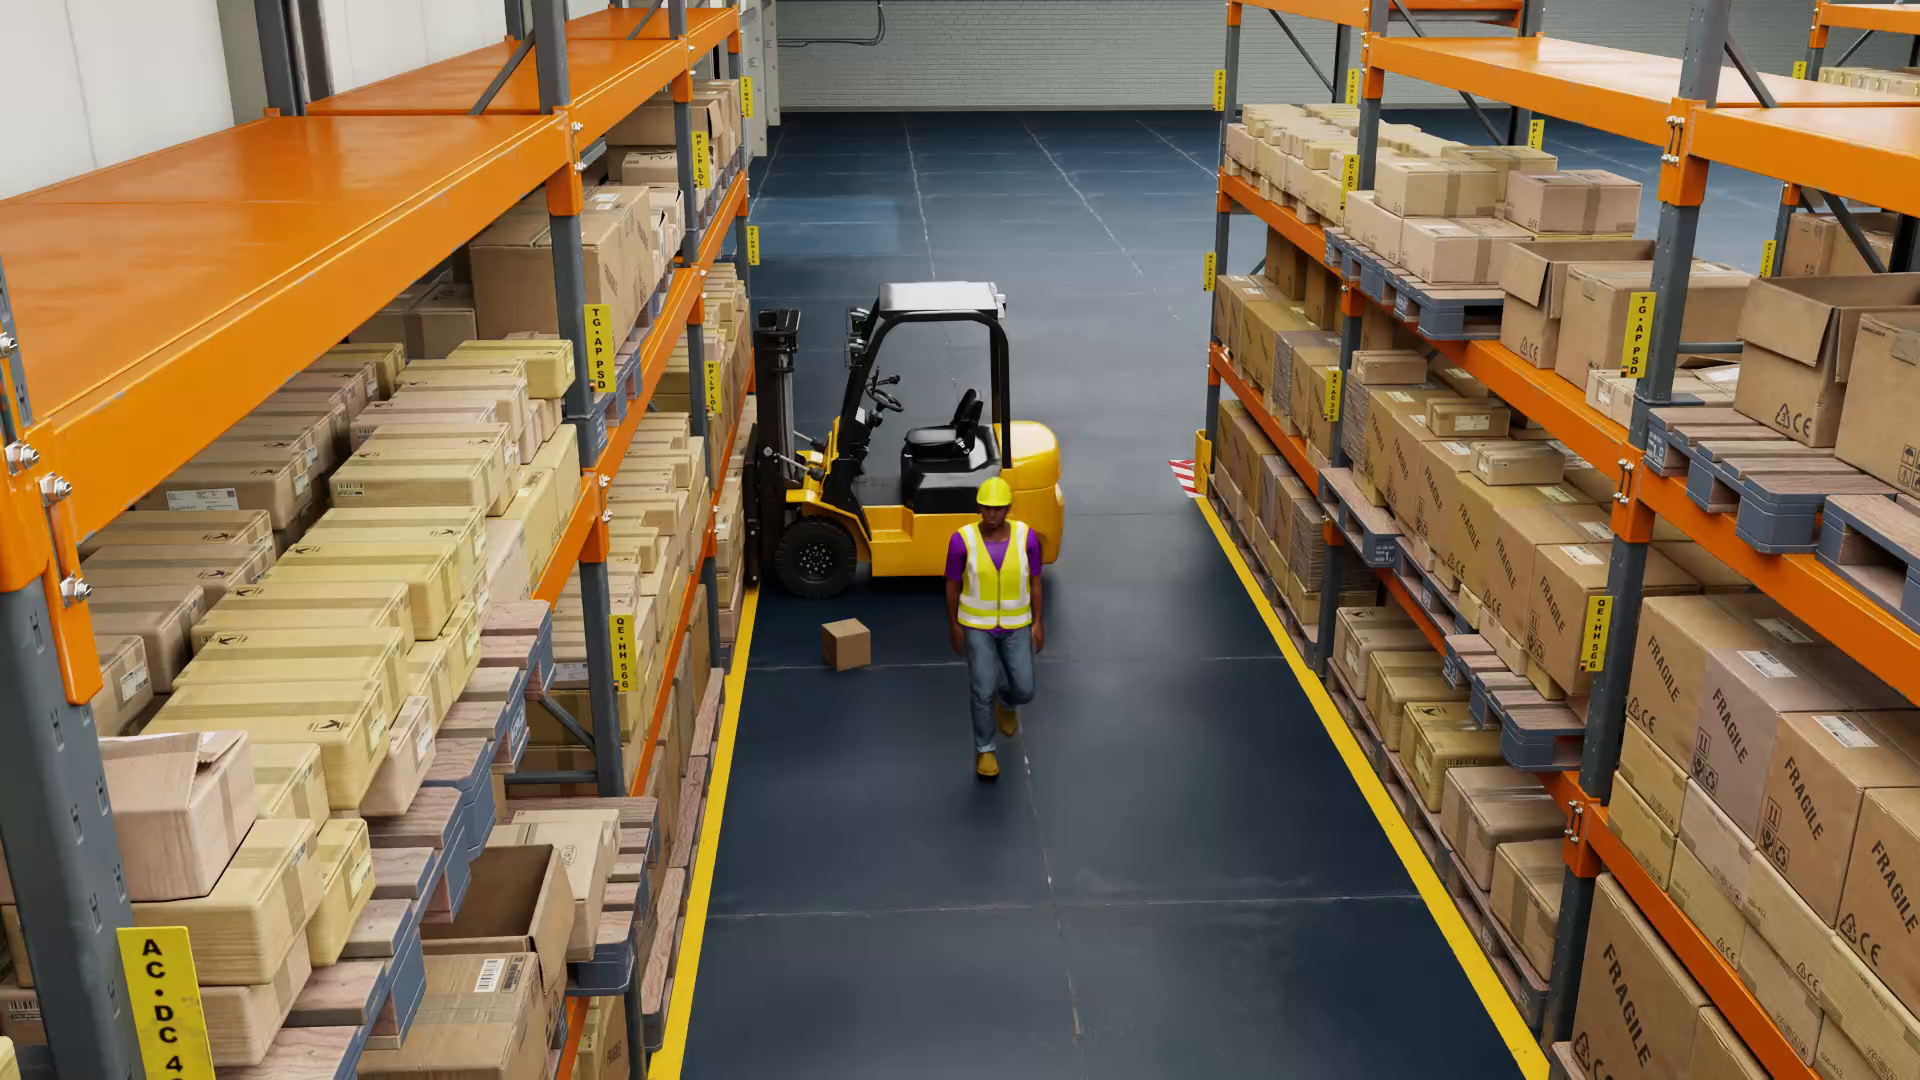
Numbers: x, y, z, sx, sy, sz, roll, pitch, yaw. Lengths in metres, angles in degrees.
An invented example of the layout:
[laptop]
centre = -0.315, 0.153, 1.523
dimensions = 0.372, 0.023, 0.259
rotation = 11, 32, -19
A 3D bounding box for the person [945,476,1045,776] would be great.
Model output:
[person]
centre = 0.207, 0.477, 9.688
dimensions = 0.578, 1.752, 0.611
rotation = -3, 20, -8
